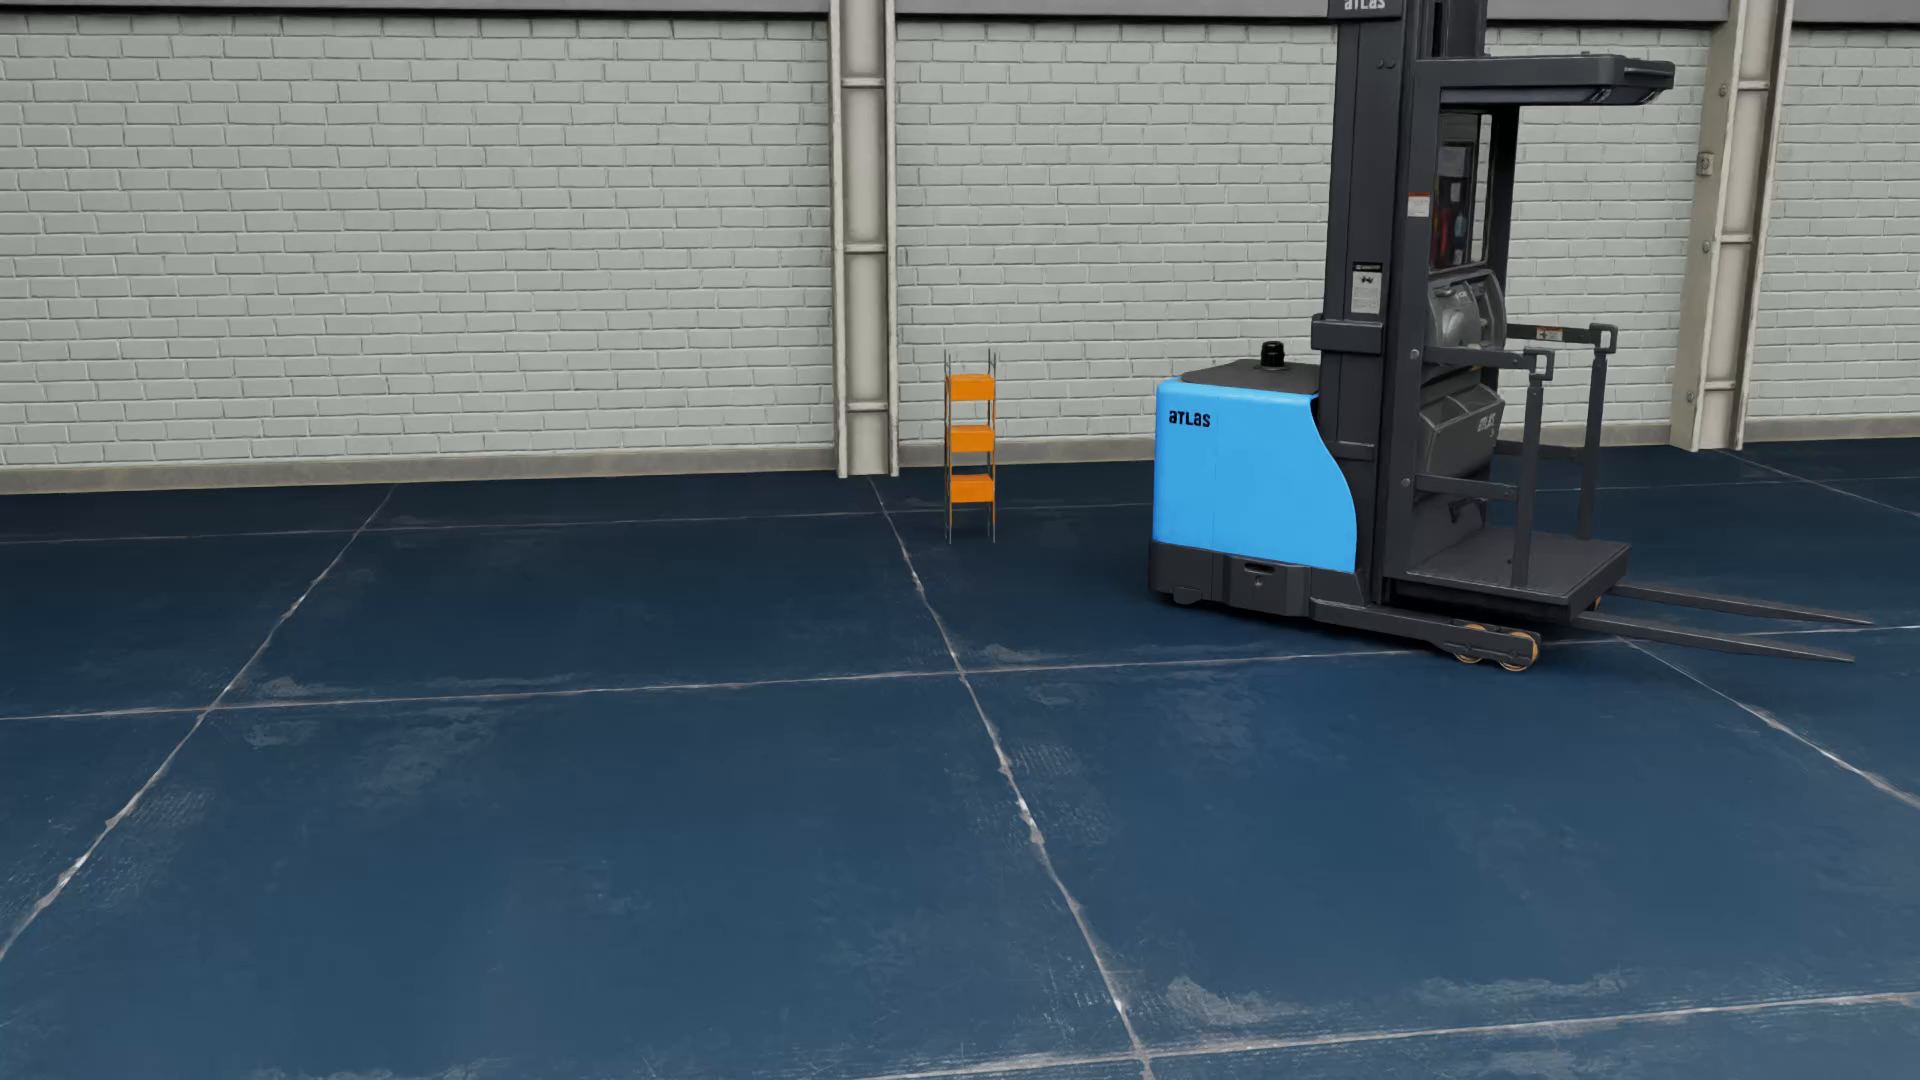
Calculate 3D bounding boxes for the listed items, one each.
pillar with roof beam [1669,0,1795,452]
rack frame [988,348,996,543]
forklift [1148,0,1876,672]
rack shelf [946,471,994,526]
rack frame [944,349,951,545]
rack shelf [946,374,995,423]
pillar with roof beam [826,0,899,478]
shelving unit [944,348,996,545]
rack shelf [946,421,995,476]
[{"bbox_3d":[5.957,-3.995,6.653,0.400,9.000,9.100,-2,14,-8],"label":"pillar with roof beam"},{"bbox_3d":[0.174,-0.516,9.119,0.008,1.050,0.200,-2,14,-8],"label":"rack frame"},{"bbox_3d":[2.407,-1.014,7.238,3.031,2.935,1.130,10,17,34],"label":"forklift"},{"bbox_3d":[0.053,-0.231,9.172,0.240,0.259,0.215,-2,14,-8],"label":"rack shelf"},{"bbox_3d":[-0.068,-0.507,9.084,0.008,1.050,0.200,-2,14,-8],"label":"rack frame"},{"bbox_3d":[0.053,-0.776,9.035,0.240,0.259,0.215,-2,14,-8],"label":"rack shelf"},{"bbox_3d":[0.024,-3.778,5.786,0.400,9.000,9.100,-2,14,-8],"label":"pillar with roof beam"},{"bbox_3d":[0.053,-0.511,9.102,0.252,1.050,0.215,-2,14,-8],"label":"shelving unit"},{"bbox_3d":[0.053,-0.501,9.104,0.240,0.259,0.215,-2,14,-8],"label":"rack shelf"}]
